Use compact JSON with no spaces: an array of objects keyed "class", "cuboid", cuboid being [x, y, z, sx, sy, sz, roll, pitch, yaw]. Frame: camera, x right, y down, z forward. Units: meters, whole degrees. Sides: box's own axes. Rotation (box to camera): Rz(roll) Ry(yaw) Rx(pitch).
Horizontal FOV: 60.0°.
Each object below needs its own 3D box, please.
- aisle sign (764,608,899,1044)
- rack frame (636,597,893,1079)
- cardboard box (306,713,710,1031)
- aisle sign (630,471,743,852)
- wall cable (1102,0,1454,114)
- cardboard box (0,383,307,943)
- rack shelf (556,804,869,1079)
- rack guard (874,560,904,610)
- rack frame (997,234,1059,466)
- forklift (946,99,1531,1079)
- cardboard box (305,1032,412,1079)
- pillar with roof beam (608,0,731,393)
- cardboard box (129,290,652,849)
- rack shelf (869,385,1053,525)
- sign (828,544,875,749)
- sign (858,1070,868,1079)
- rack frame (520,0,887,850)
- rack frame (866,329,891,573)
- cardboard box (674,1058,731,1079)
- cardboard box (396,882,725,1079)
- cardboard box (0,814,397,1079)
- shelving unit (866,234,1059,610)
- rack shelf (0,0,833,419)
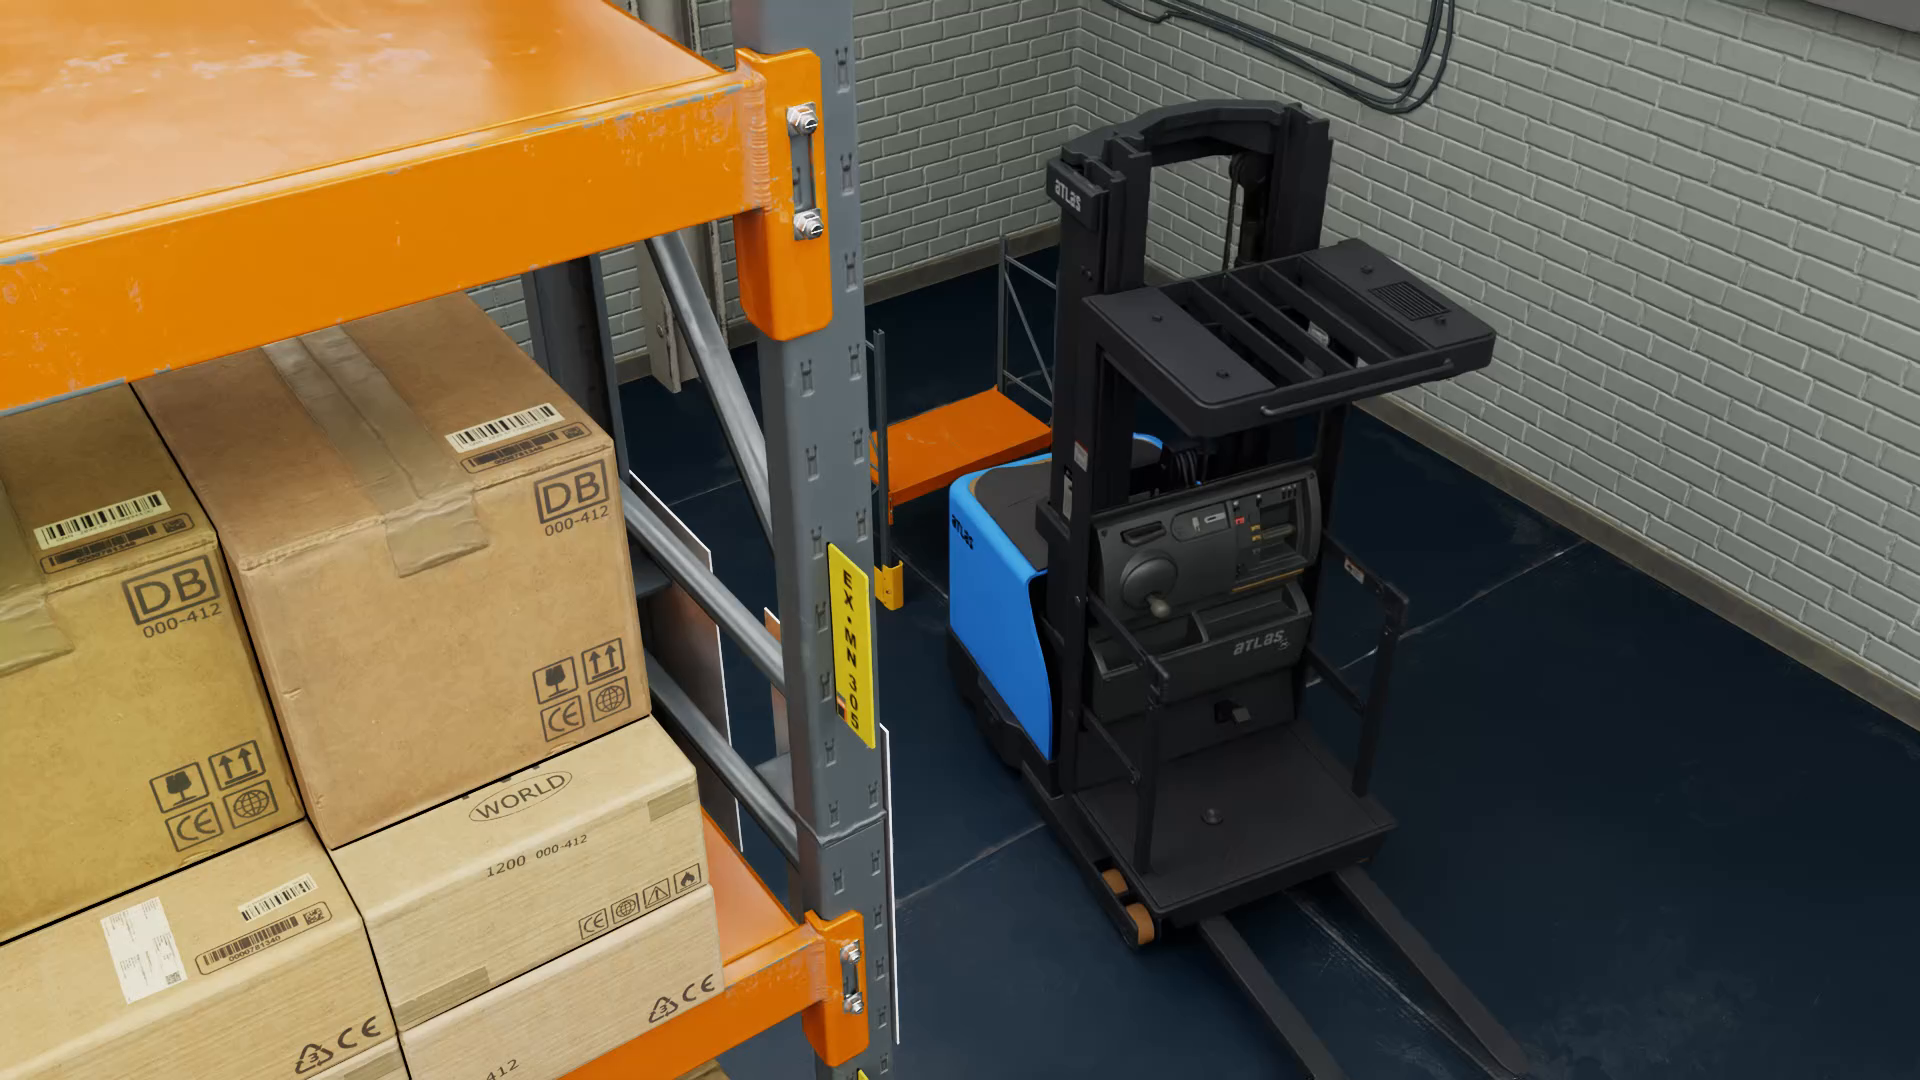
[{"class":"aisle sign","cuboid":[-0.230,0.533,3.026,0.004,0.787,0.394,-22,41,-28]},{"class":"rack frame","cuboid":[-0.462,1.466,3.957,0.127,3.000,1.000,-22,41,-28]},{"class":"cardboard box","cuboid":[-0.735,0.400,2.569,0.500,0.250,0.500,-22,41,-28]},{"class":"aisle sign","cuboid":[-0.575,0.247,3.424,0.004,0.787,0.394,-22,41,-28]},{"class":"wall cable","cuboid":[1.510,-3.804,8.805,0.112,2.526,3.097,-22,41,-28]},{"class":"cardboard box","cuboid":[-1.330,0.110,2.331,0.500,0.500,0.700,-22,41,-28]},{"class":"rack shelf","cuboid":[-2.097,1.213,2.356,4.000,0.370,1.077,-22,41,-28]},{"class":"rack guard","cuboid":[-0.469,0.092,8.222,0.087,0.250,0.587,-22,41,-28]},{"class":"rack frame","cuboid":[0.346,-0.751,8.323,0.032,1.500,0.500,-22,41,-28]},{"class":"forklift","cuboid":[1.013,0.079,5.944,1.130,2.935,3.031,-15,38,-20]},{"class":"cardboard box","cuboid":[-1.145,0.770,2.483,0.500,0.250,0.500,-22,41,-28]},{"class":"pillar with roof beam","cuboid":[0.870,-2.599,4.470,0.400,9.000,9.100,-22,41,-28]},{"class":"cardboard box","cuboid":[-0.872,-0.018,2.509,0.500,0.500,0.700,-22,41,-28]},{"class":"rack shelf","cuboid":[-0.070,-0.434,8.191,1.000,0.185,0.538,-22,41,-28]},{"class":"sign","cuboid":[-0.159,0.160,2.445,0.005,0.325,0.100,-22,41,-28]},{"class":"sign","cuboid":[-0.159,1.139,3.149,0.005,0.325,0.100,-22,41,-28]},{"class":"rack frame","cuboid":[-0.462,-0.970,2.205,0.127,3.000,1.000,-22,41,-28]},{"class":"rack frame","cuboid":[-0.485,-0.409,7.848,0.032,1.500,0.500,-22,41,-28]},{"class":"cardboard box","cuboid":[-0.667,1.300,3.245,0.500,0.500,0.500,-23,42,-28]},{"class":"cardboard box","cuboid":[-0.730,0.607,2.709,0.500,0.250,0.500,-22,41,-28]},{"class":"cardboard box","cuboid":[-1.143,0.569,2.335,0.500,0.250,0.500,-22,41,-28]},{"class":"shelving unit","cuboid":[-0.062,-0.583,8.090,1.083,1.500,0.587,-22,41,-28]},{"class":"rack shelf","cuboid":[-2.097,-0.004,1.481,4.000,0.370,1.077,-22,41,-28]}]
